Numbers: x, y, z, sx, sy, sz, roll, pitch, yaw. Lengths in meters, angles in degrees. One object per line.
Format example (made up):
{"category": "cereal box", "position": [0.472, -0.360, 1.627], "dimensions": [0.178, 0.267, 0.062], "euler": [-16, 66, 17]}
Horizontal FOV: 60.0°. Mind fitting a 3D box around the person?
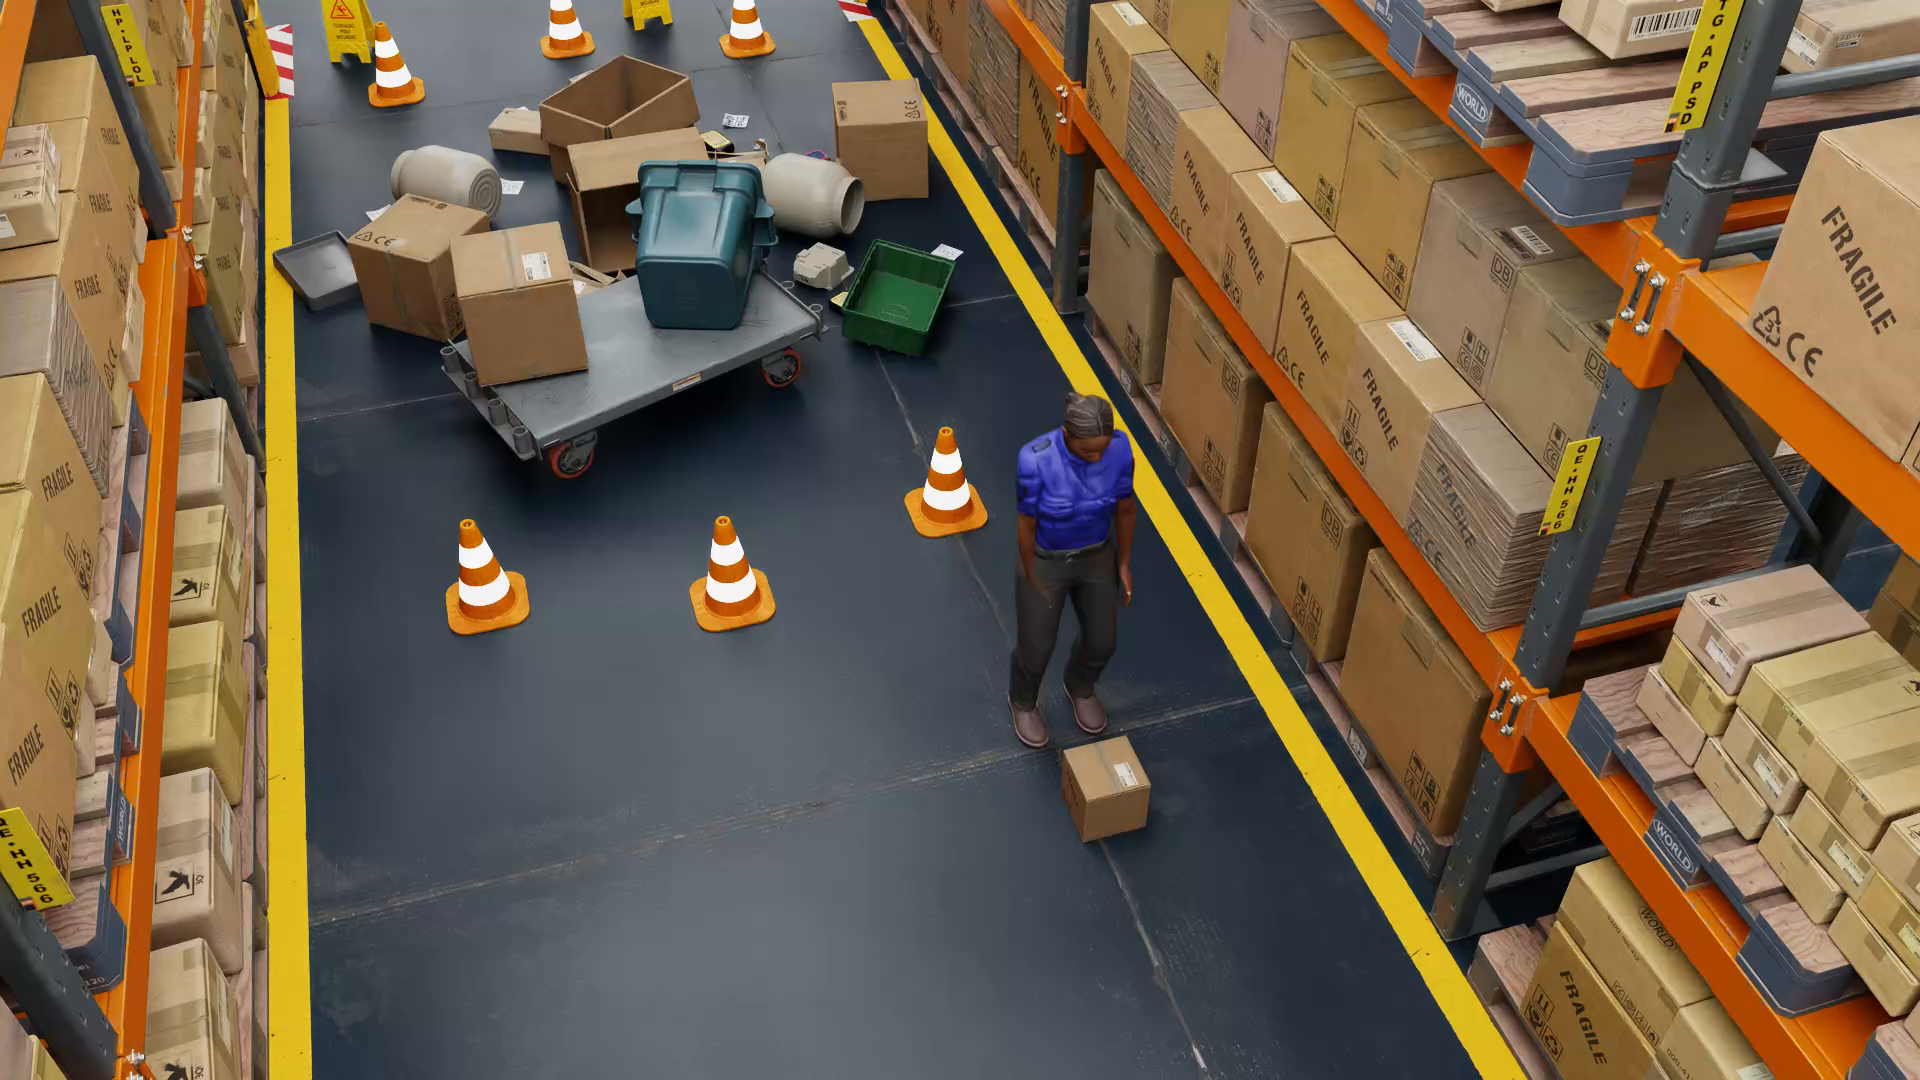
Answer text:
{"category": "person", "position": [0.416, 0.095, 6.090], "dimensions": [0.447, 1.631, 0.337], "euler": [-11, 44, -12]}
